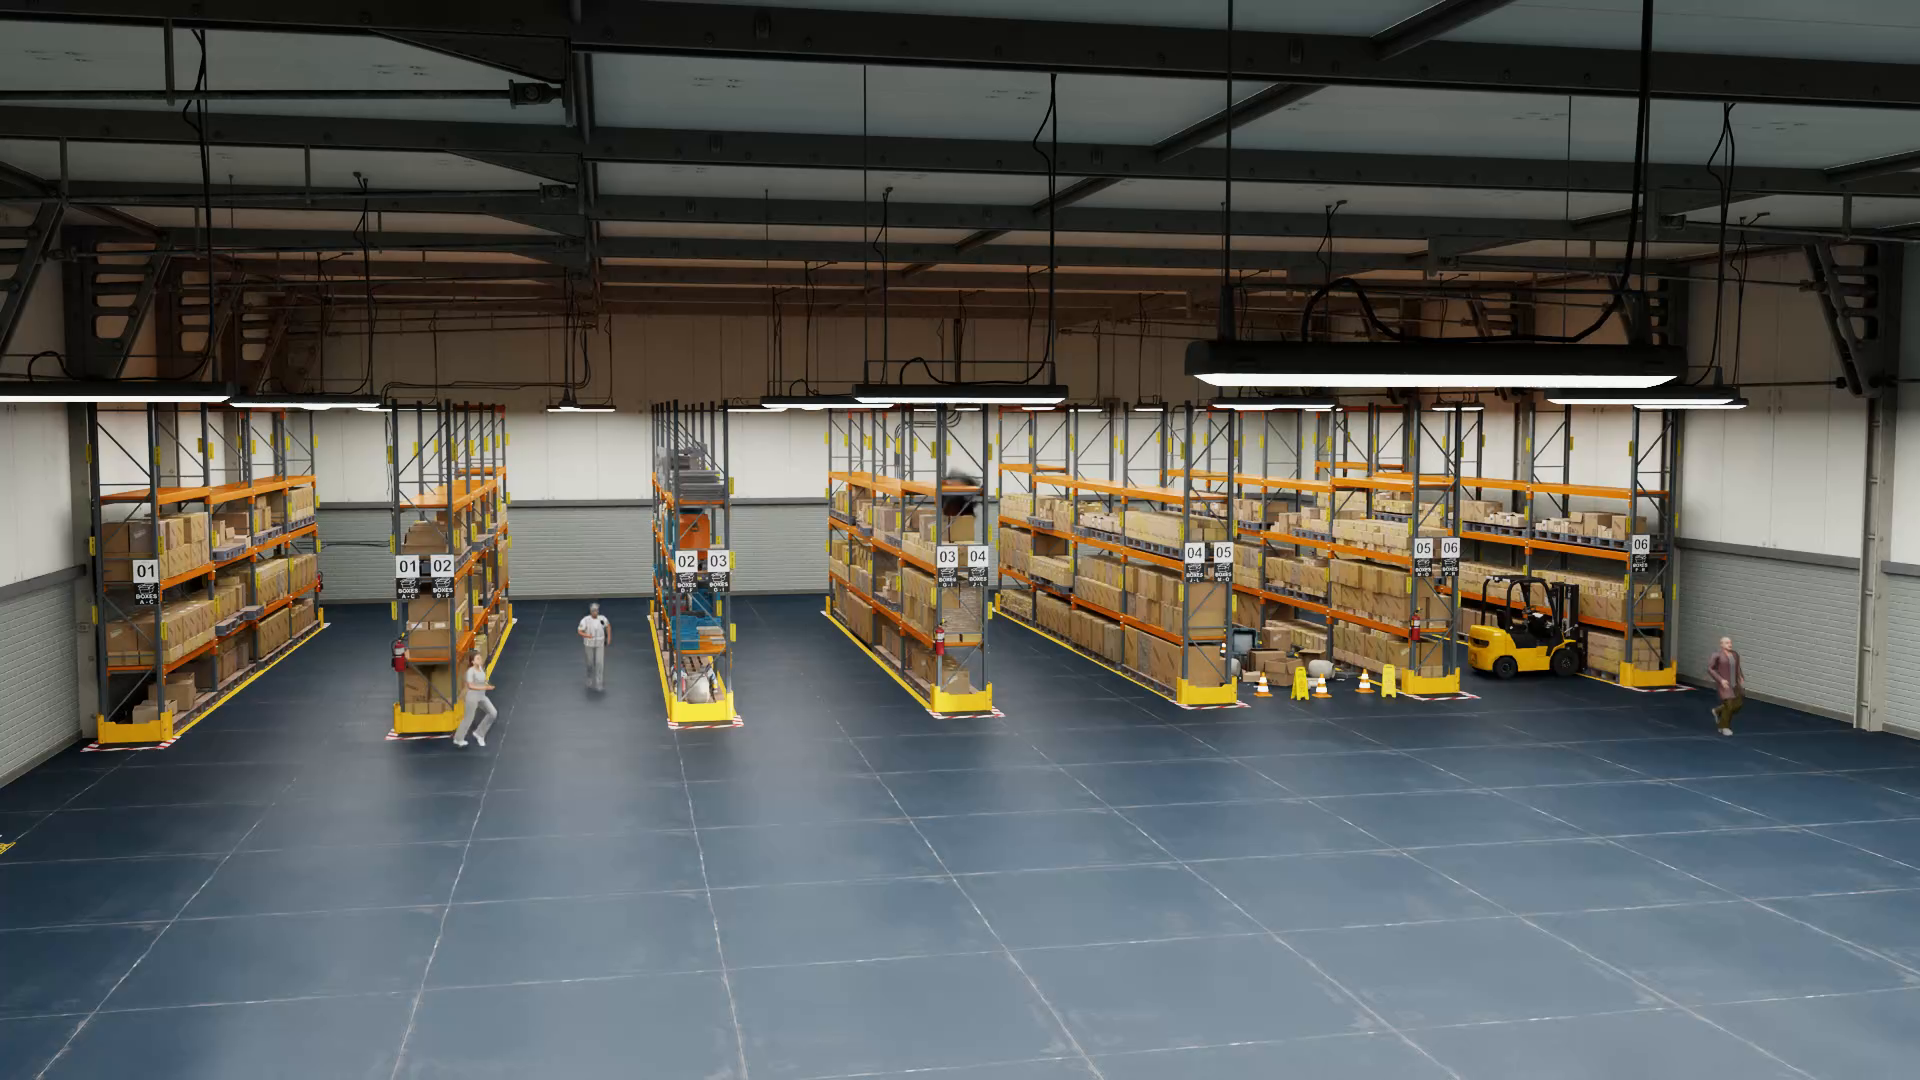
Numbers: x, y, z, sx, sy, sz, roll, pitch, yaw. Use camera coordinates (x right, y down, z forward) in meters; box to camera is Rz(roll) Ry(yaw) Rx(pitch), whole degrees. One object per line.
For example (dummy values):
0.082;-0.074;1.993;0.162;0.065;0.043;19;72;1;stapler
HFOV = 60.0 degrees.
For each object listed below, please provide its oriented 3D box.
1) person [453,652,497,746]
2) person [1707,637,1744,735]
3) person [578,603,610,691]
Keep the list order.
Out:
-8.305;2.732;28.556;0.835;1.636;0.574;2;5;23;person
13.749;2.610;29.873;0.711;1.745;0.602;-1;5;-17;person
-7.653;2.213;34.833;0.683;1.815;0.872;-1;5;-18;person
